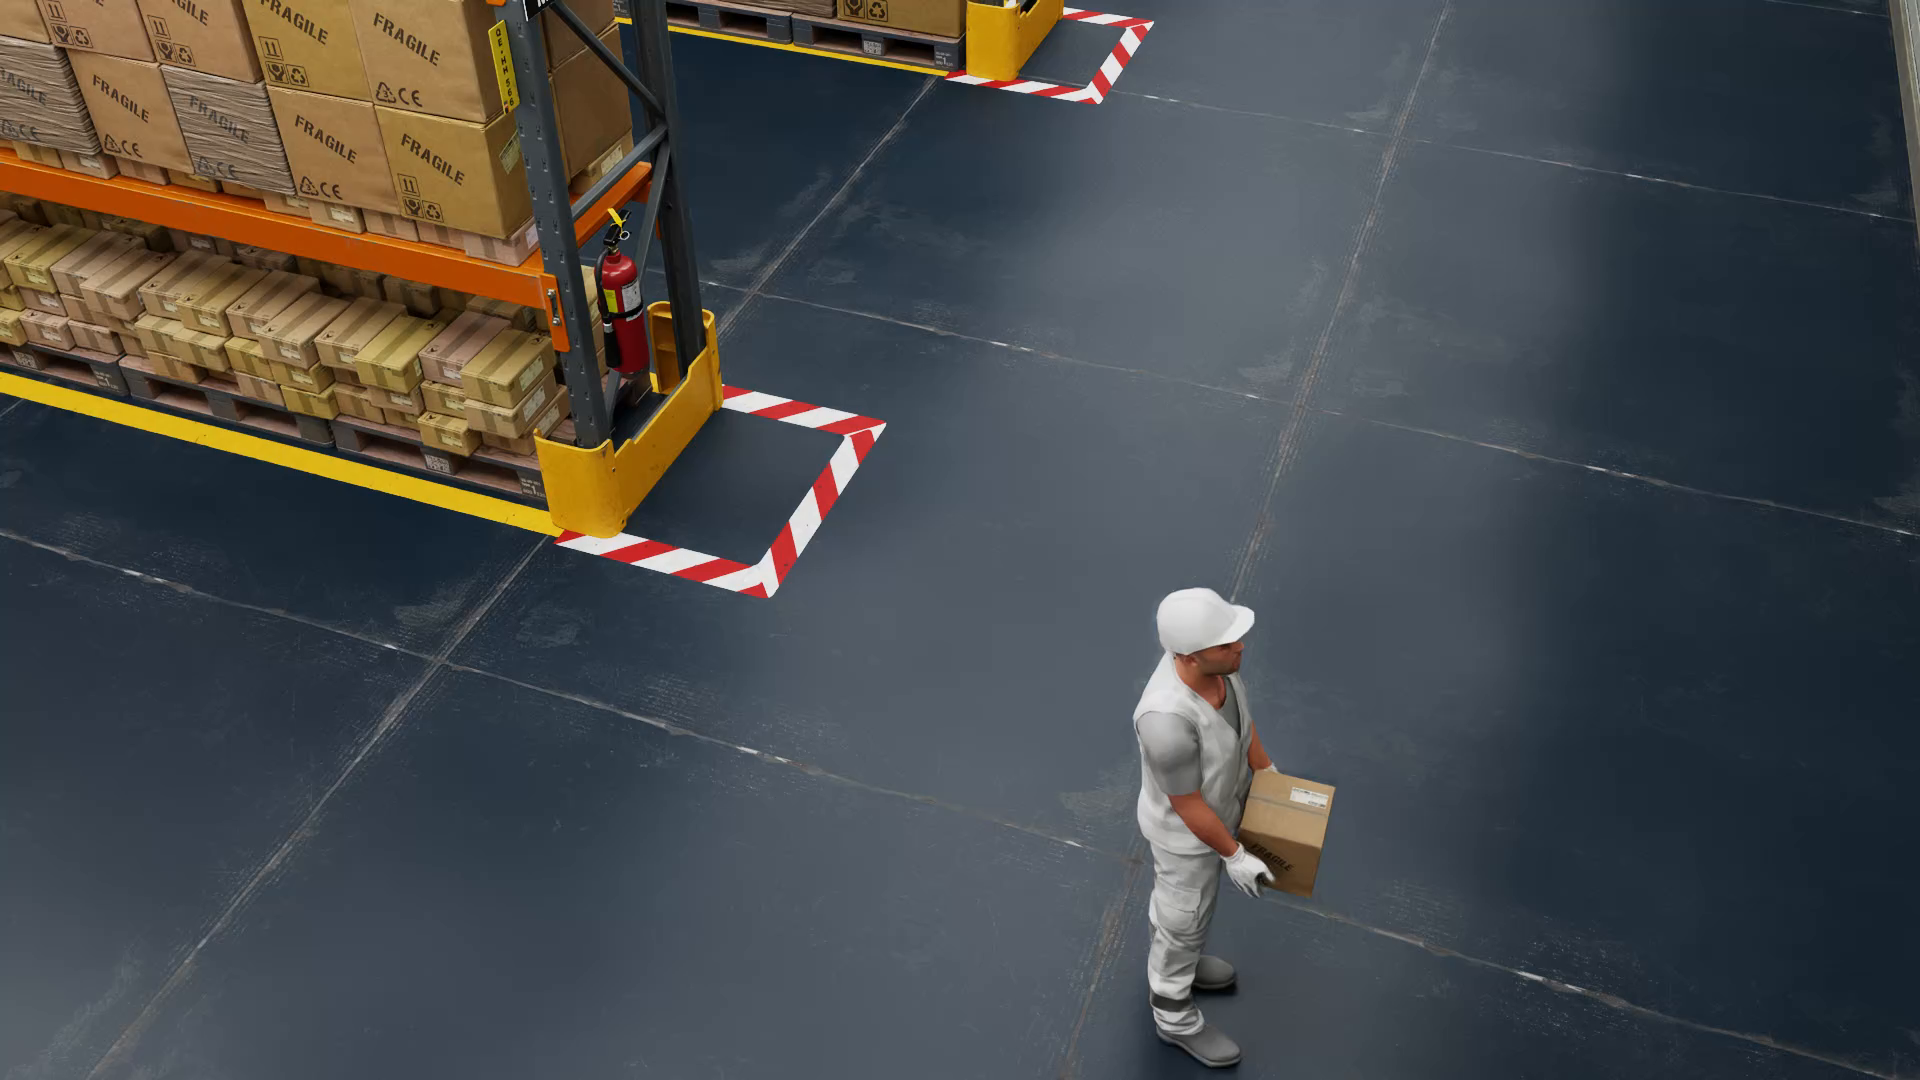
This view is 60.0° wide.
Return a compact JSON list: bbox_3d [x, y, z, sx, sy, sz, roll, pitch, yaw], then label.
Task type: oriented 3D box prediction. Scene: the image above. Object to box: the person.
[{"bbox_3d":[0.779,0.868,5.137,0.505,1.793,0.541,15,43,17],"label":"person"}]
